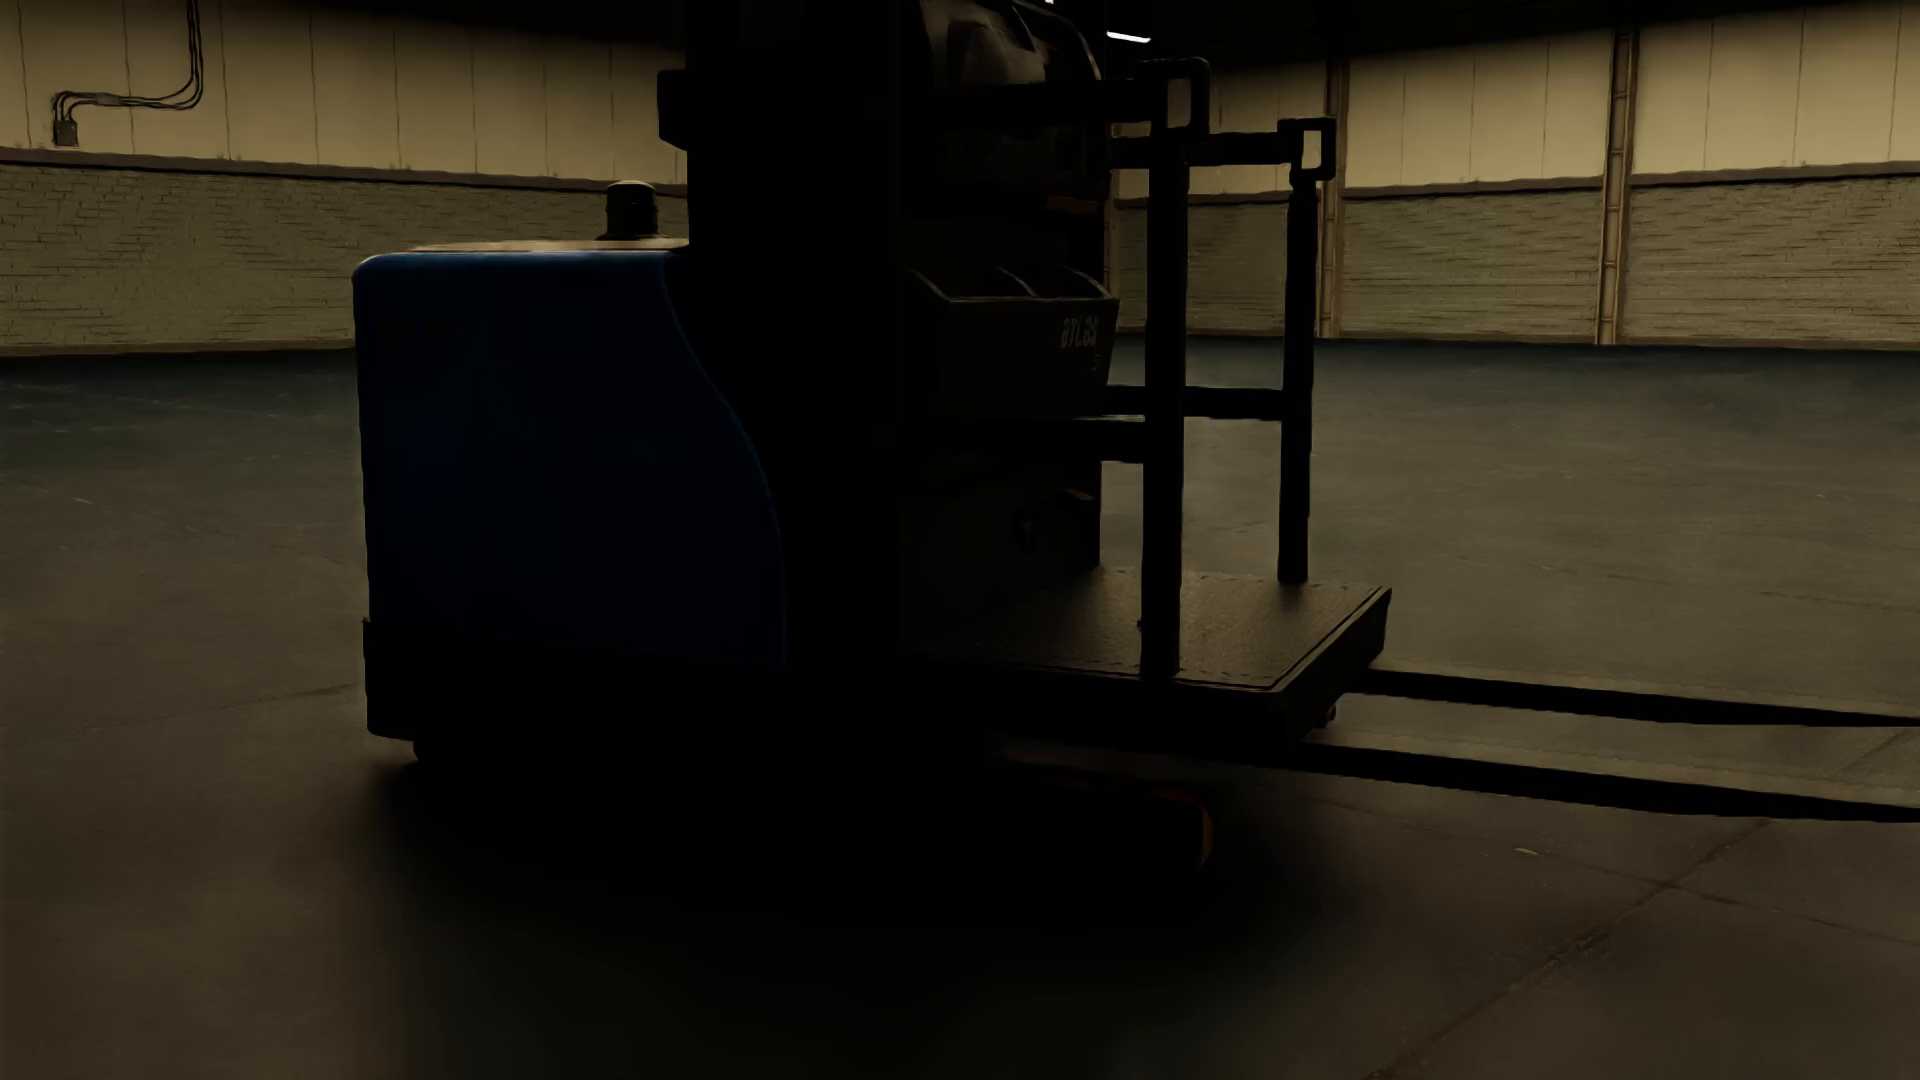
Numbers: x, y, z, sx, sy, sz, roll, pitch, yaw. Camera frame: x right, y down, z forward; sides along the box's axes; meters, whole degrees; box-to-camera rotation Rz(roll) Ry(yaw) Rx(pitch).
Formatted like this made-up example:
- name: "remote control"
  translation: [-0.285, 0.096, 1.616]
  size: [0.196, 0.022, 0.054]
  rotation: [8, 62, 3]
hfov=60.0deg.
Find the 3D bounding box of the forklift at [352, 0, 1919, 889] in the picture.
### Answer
- name: "forklift"
  translation: [0.295, -0.951, 3.187]
  size: [3.031, 2.935, 1.130]
  rotation: [4, 9, 24]
